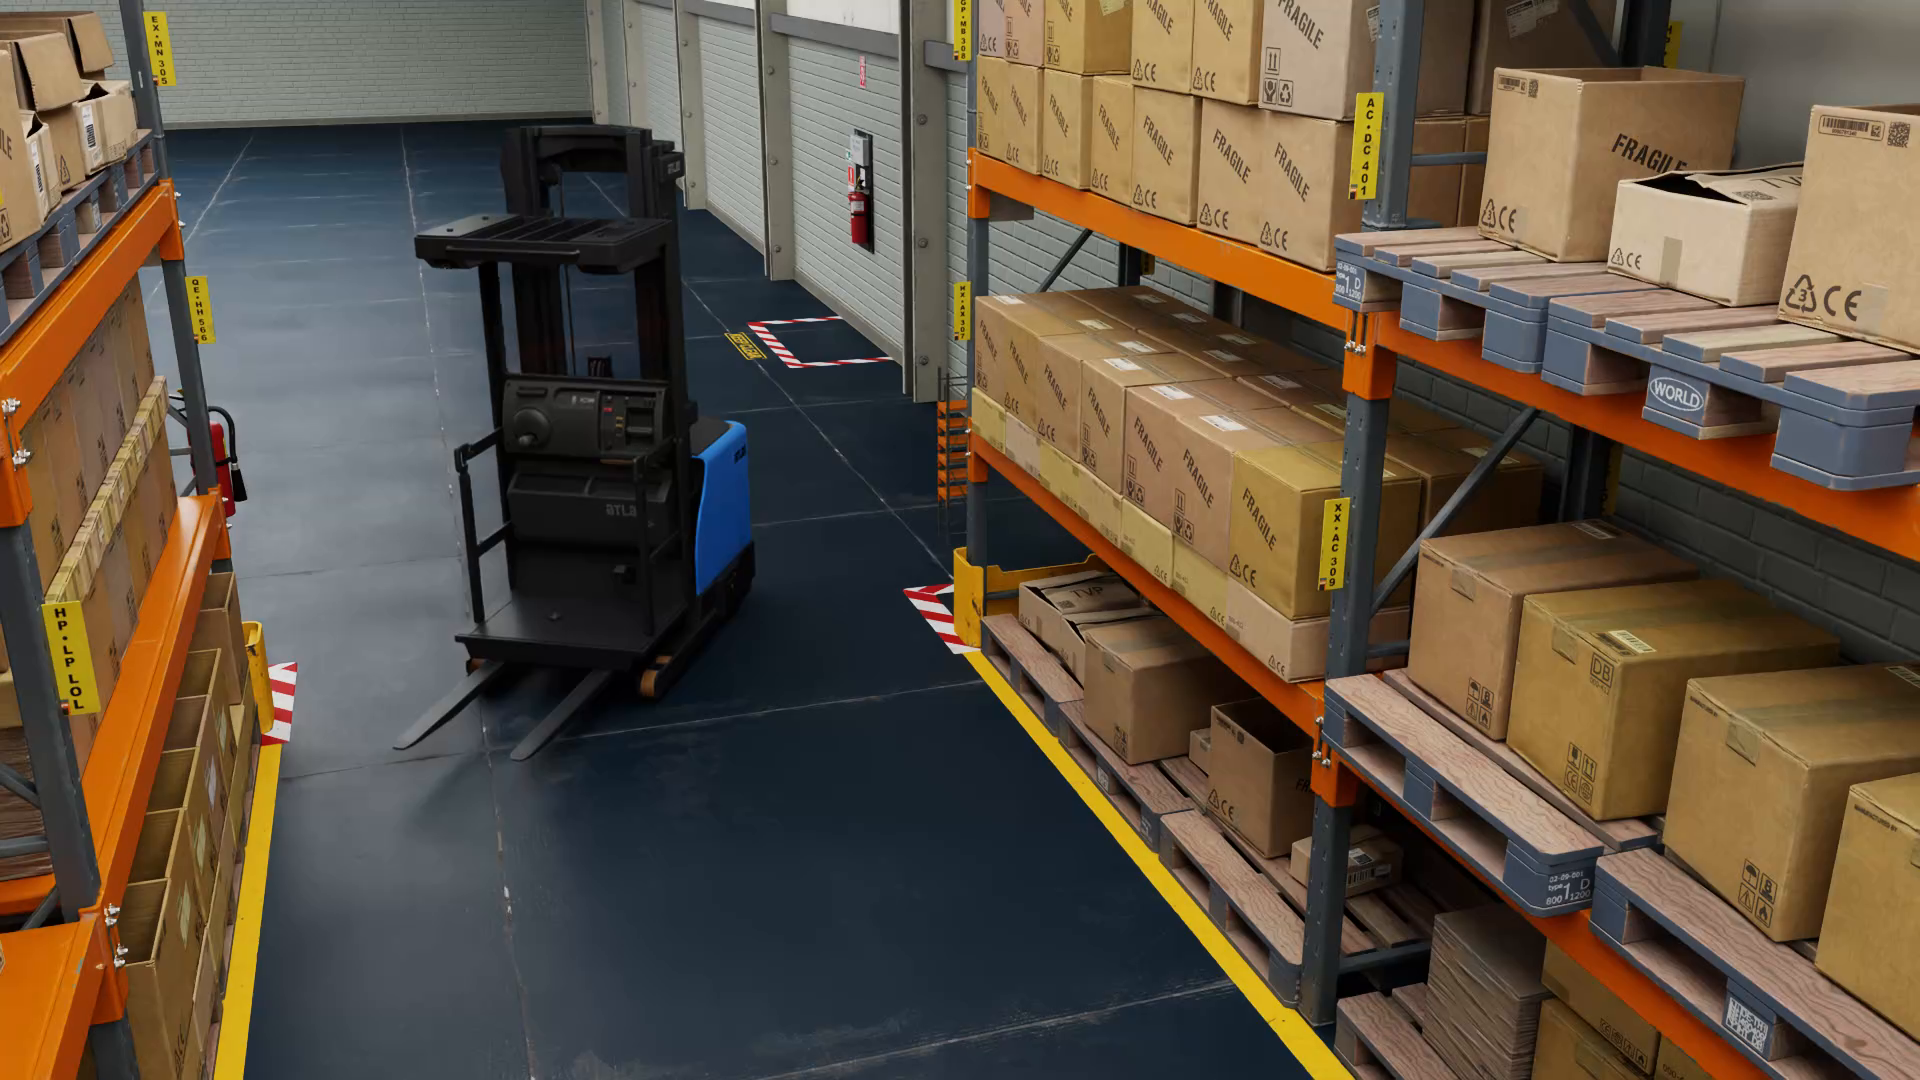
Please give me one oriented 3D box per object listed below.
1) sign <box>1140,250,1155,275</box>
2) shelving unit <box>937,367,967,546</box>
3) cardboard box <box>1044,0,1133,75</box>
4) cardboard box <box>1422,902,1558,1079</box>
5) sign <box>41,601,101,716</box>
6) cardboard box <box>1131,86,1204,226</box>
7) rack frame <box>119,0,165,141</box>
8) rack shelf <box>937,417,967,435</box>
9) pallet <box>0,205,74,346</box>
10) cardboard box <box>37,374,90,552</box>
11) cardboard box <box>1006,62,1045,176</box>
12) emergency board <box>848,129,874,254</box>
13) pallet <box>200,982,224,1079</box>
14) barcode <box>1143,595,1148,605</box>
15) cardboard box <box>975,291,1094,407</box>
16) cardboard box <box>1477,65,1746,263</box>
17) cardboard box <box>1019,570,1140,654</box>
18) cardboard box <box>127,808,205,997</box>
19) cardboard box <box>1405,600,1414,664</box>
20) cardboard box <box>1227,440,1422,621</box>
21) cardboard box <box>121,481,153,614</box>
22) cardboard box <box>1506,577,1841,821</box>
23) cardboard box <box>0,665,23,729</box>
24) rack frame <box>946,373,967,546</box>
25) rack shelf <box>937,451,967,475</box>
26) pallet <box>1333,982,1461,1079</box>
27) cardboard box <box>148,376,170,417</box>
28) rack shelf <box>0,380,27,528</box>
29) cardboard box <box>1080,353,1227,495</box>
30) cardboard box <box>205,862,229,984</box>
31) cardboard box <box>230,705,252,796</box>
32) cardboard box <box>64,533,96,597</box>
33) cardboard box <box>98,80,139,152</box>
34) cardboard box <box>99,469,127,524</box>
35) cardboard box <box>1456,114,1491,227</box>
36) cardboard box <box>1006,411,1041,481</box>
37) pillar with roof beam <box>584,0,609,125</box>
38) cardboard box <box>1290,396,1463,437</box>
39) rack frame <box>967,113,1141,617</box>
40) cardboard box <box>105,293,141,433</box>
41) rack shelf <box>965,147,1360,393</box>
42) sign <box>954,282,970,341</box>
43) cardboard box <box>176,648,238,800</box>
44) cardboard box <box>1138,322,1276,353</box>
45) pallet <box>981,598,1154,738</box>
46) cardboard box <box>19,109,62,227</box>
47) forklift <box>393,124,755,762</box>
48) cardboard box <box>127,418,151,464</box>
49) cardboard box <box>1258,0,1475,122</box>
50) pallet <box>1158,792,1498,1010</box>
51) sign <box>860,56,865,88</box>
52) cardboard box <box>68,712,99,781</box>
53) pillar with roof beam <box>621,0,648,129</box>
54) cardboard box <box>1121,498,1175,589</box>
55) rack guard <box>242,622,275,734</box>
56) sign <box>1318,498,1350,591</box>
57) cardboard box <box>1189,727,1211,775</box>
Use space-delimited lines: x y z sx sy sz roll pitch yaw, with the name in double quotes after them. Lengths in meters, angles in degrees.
1.064 -1.667 9.441 0.100 0.325 0.005 -6 21 -17 "sign"
-0.005 -0.569 11.227 0.258 1.200 0.189 -6 21 -17 "shelving unit"
0.703 -2.381 7.514 0.500 0.500 0.500 -6 21 -16 "cardboard box"
2.035 1.566 5.665 0.700 0.500 0.500 -6 21 -15 "cardboard box"
-2.401 0.322 4.488 0.100 0.325 0.005 -6 21 -17 "sign"
1.038 -1.579 6.760 0.500 0.500 0.500 -7 21 -19 "cardboard box"
-4.171 -3.217 7.061 1.000 3.000 0.127 -6 21 -17 "rack frame"
-0.005 -0.753 11.160 0.258 0.103 0.180 -6 21 -17 "rack shelf"
-3.206 -0.751 4.764 1.003 0.211 1.213 -6 21 -17 "pallet"
-3.376 -0.232 5.558 0.700 0.500 0.500 -6 21 -17 "cardboard box"
0.534 -2.079 8.153 0.500 0.500 0.500 -5 20 -14 "cardboard box"
-1.054 -3.511 16.754 0.194 1.169 0.643 -6 21 -17 "emergency board"
-3.124 1.943 5.696 1.003 0.211 1.213 -6 21 -17 "pallet"
1.048 0.328 9.380 0.001 0.075 0.075 -6 21 -17 "barcode"
0.396 -1.028 8.923 0.500 0.500 0.500 -6 21 -17 "cardboard box"
1.884 -1.110 4.863 0.500 0.500 0.500 -3 20 -9 "cardboard box"
0.663 0.369 9.279 0.500 0.311 0.500 -9 22 -23 "cardboard box"
-2.926 1.292 5.720 0.500 0.500 0.500 -6 21 -17 "cardboard box"
1.844 0.250 6.475 0.500 0.250 0.500 -6 21 -17 "cardboard box"
1.346 -0.048 6.196 0.500 0.500 0.500 -6 21 -17 "cardboard box"
-3.716 0.038 6.724 0.700 0.500 0.500 -6 21 -17 "cardboard box"
2.085 0.455 4.912 0.700 0.500 0.500 -4 20 -12 "cardboard box"
-2.814 0.431 4.672 0.380 0.149 0.250 -6 21 -17 "cardboard box"
0.024 -0.540 11.145 0.240 1.200 0.006 -6 21 -17 "rack frame"
-0.005 -0.528 11.242 0.258 0.103 0.180 -6 21 -17 "rack shelf"
2.034 1.925 5.746 1.003 0.211 1.213 -6 21 -17 "pallet"
-3.870 -0.644 7.663 0.380 0.149 0.250 -7 21 -18 "cardboard box"
-2.285 0.459 2.329 1.077 0.370 4.000 -6 21 -17 "rack shelf"
0.871 -0.537 7.558 0.500 0.500 0.500 -6 21 -16 "cardboard box"
-3.076 1.483 6.296 0.500 0.250 0.500 -6 21 -17 "cardboard box"
-3.553 1.003 7.634 0.500 0.250 0.500 -6 21 -17 "cardboard box"
-3.136 0.103 5.584 0.380 0.149 0.250 -7 21 -19 "cardboard box"
-3.558 -1.657 6.548 0.500 0.250 0.500 -6 21 -17 "cardboard box"
-3.380 -0.146 6.278 0.380 0.149 0.250 -7 21 -18 "cardboard box"
1.873 -1.290 5.955 0.500 0.500 0.500 -6 21 -15 "cardboard box"
0.560 -0.505 8.576 0.500 0.250 0.500 -7 21 -19 "cardboard box"
-11.944 -12.782 33.690 9.100 9.000 0.400 -6 21 -17 "pillar with roof beam"
1.680 -0.269 6.810 0.500 0.500 0.500 -7 21 -18 "cardboard box"
0.531 -0.921 9.544 1.000 3.000 0.127 -6 21 -17 "rack frame"
-3.849 -0.715 6.902 0.700 0.500 0.500 -7 21 -19 "cardboard box"
1.160 -1.352 7.371 1.077 0.370 4.000 -6 21 -17 "rack shelf"
0.016 -1.271 9.237 0.100 0.325 0.005 -6 21 -17 "sign"
-3.391 0.810 7.062 0.500 0.500 0.500 -6 21 -17 "cardboard box"
1.196 -0.756 8.167 0.500 0.500 0.500 -7 21 -19 "cardboard box"
0.777 0.680 9.211 1.003 0.211 1.213 -6 21 -17 "pallet"
-2.991 -1.106 4.925 0.500 0.311 0.500 -8 21 -20 "cardboard box"
-2.097 -0.651 8.892 1.130 2.935 3.031 4 20 11 "forklift"
-3.629 -0.397 6.976 0.380 0.149 0.250 -6 21 -16 "cardboard box"
1.373 -1.708 5.641 0.500 0.500 0.500 -8 21 -22 "cardboard box"
1.543 1.463 7.031 1.003 0.211 1.213 -6 21 -17 "pallet"
-0.962 -4.615 16.399 0.001 0.298 0.199 -6 21 -17 "sign"
-3.231 0.533 5.348 0.700 0.500 0.500 -7 21 -18 "cardboard box"
-10.058 -10.856 28.329 9.100 9.000 0.400 -6 21 -17 "pillar with roof beam"
1.030 -0.017 7.218 0.500 0.250 0.500 -7 21 -18 "cardboard box"
-4.178 0.775 8.519 1.175 0.500 0.348 -6 21 -17 "rack guard"
1.275 0.015 5.656 0.100 0.325 0.005 -6 21 -17 "sign"
1.304 0.982 7.812 0.380 0.149 0.250 -8 21 -22 "cardboard box"
